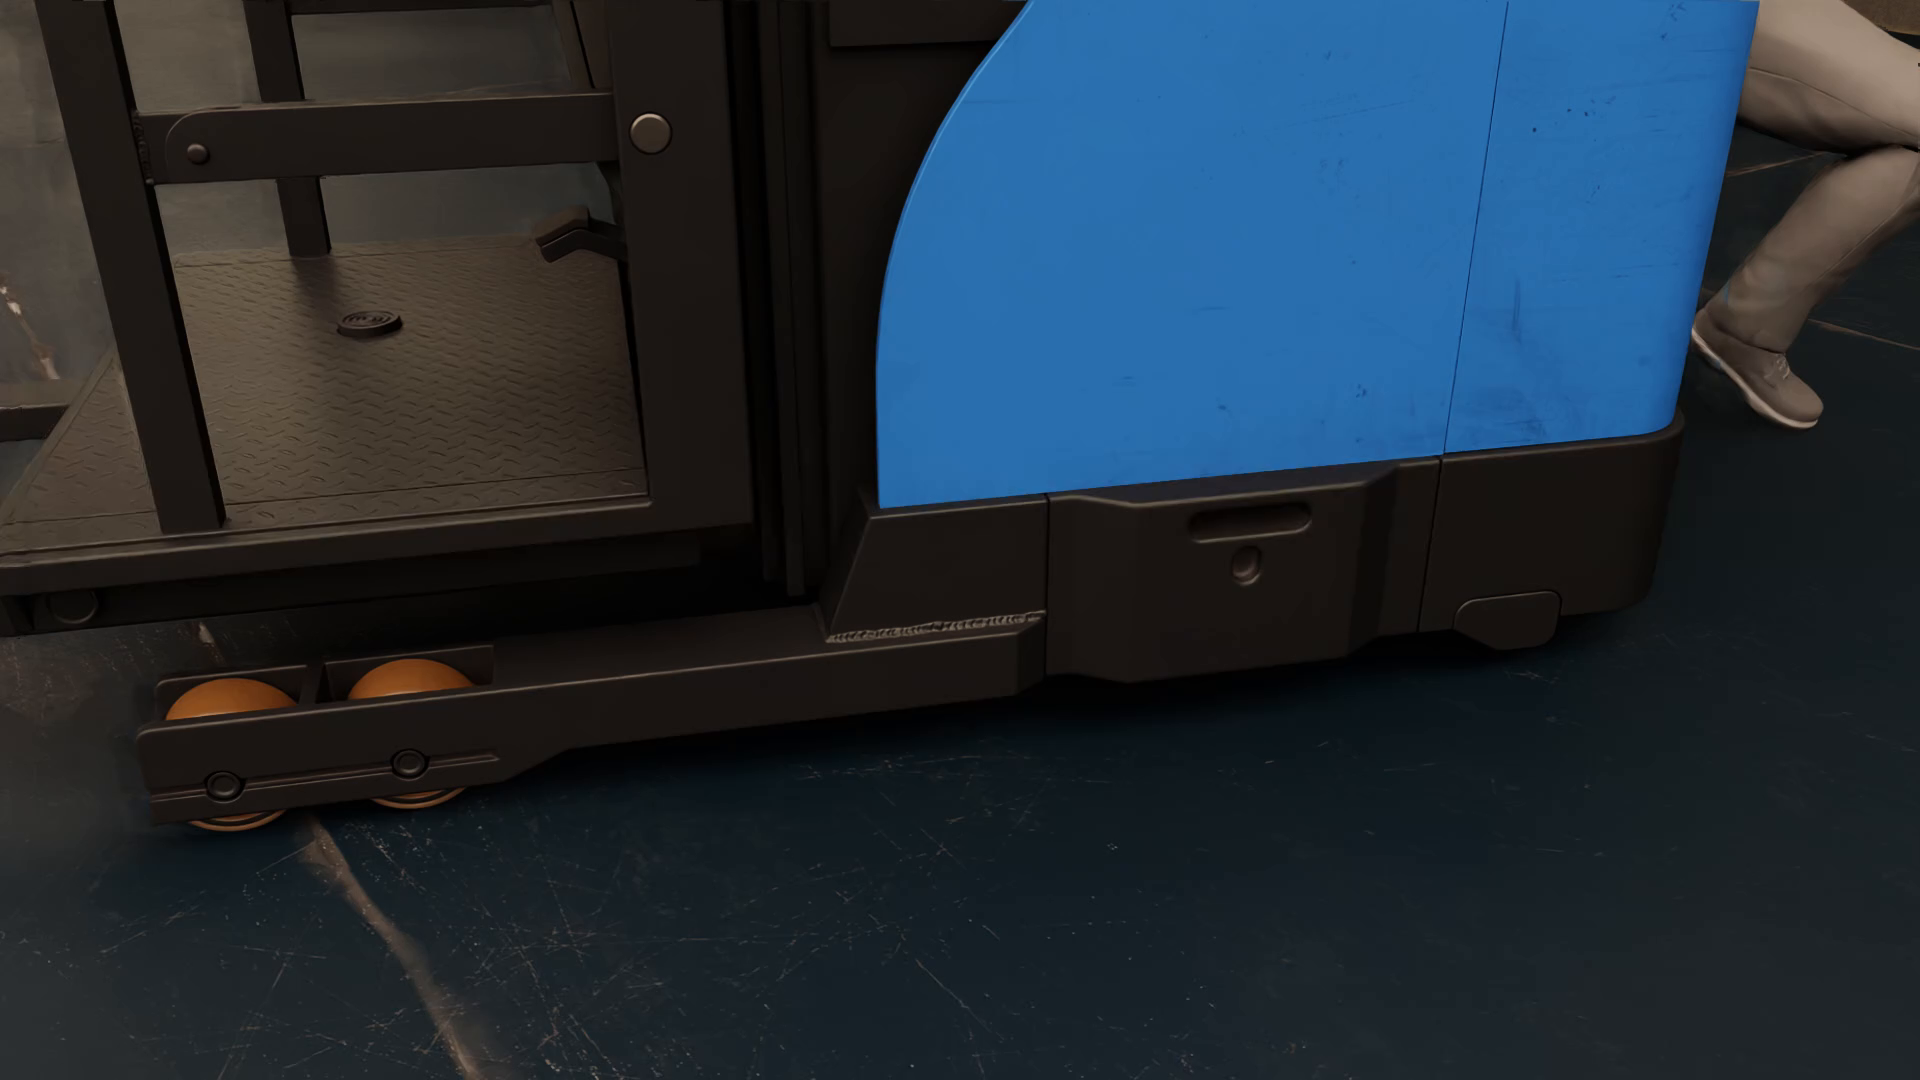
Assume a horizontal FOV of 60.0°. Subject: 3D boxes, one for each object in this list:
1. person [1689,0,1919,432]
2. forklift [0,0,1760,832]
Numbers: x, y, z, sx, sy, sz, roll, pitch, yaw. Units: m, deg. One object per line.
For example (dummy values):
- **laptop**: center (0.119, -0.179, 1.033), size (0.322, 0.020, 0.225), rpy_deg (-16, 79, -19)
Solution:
- **person**: center (1.136, -0.763, 2.413), size (0.879, 1.437, 0.743), rpy_deg (-10, 28, -20)
- **forklift**: center (-0.644, -1.245, 1.714), size (3.031, 2.935, 1.130), rpy_deg (-6, 27, -11)
